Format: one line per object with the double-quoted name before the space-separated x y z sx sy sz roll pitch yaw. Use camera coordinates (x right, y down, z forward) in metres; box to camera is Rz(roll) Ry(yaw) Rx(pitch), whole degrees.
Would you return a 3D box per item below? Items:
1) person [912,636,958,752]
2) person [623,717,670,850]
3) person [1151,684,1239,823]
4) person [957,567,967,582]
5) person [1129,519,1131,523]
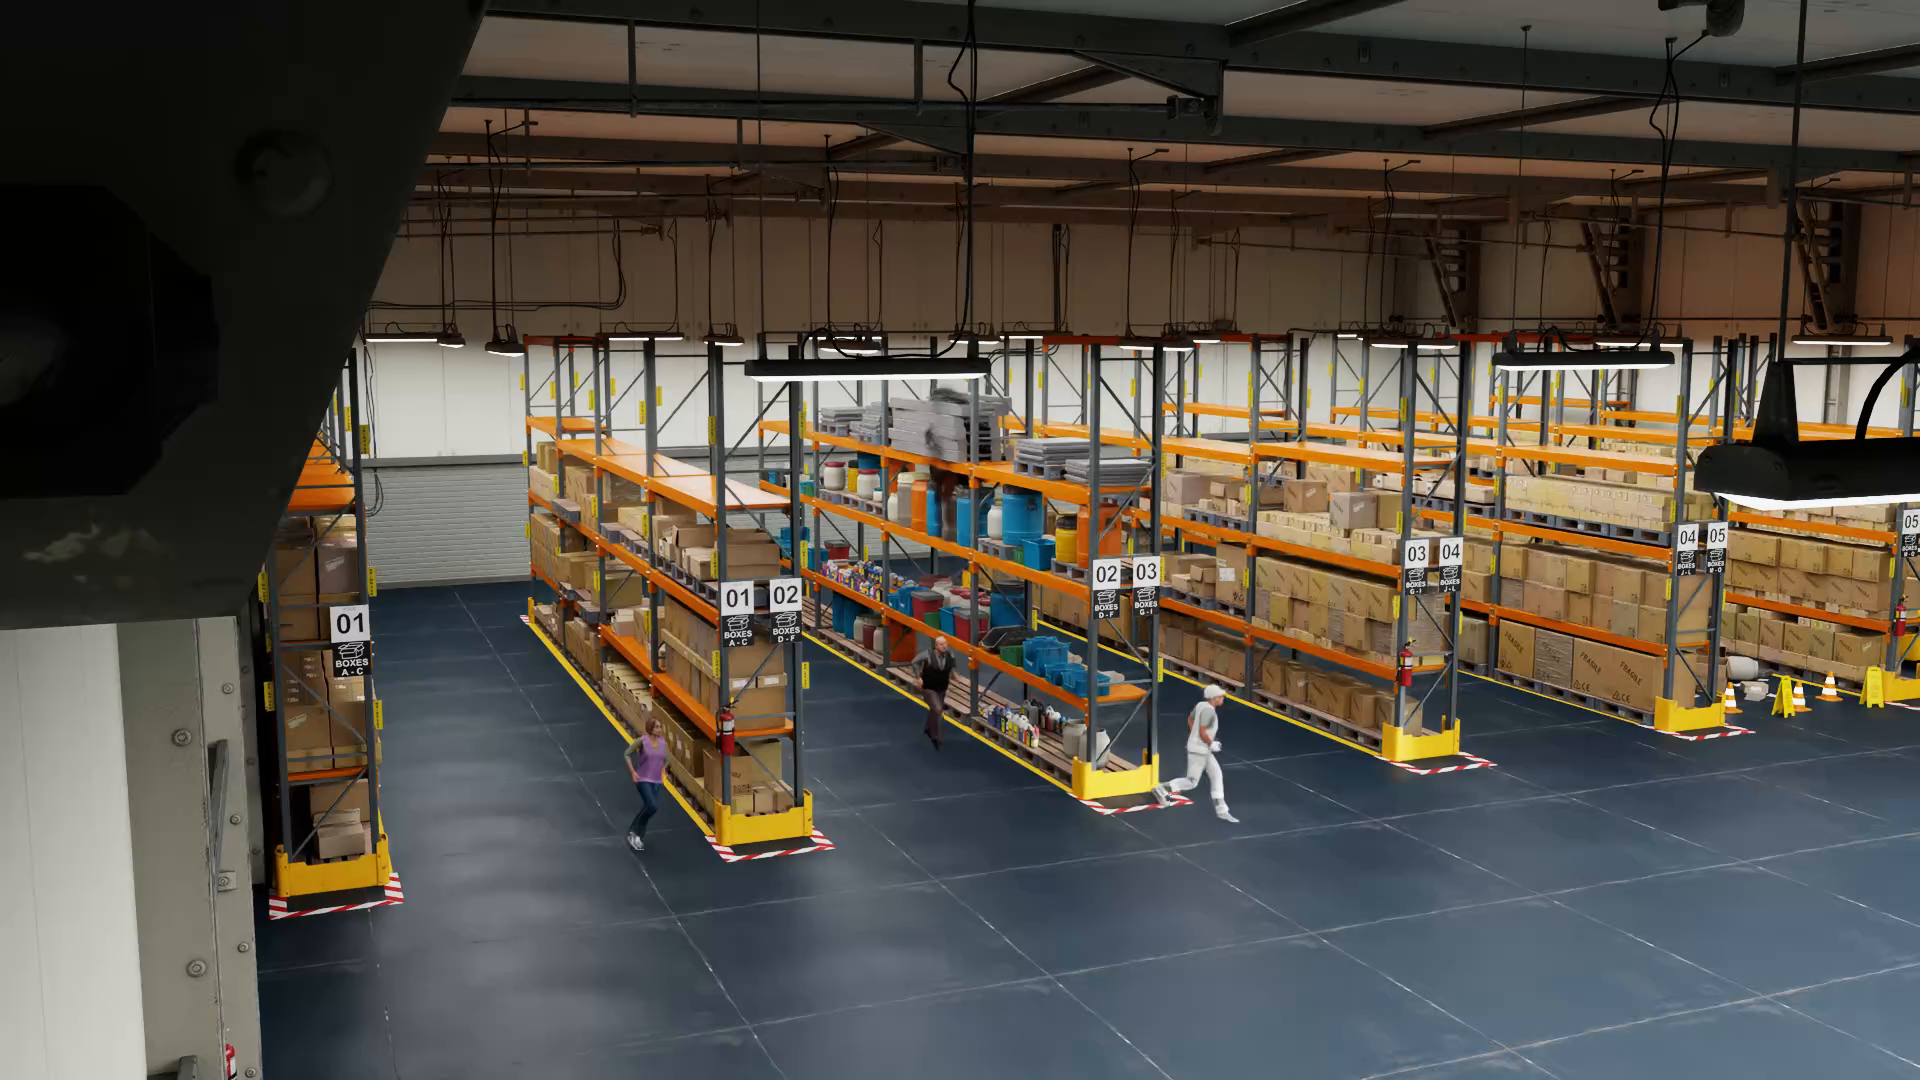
"person" -0.377 2.241 24.690 0.677 1.719 0.912 -4 8 -27
"person" -3.725 2.911 19.976 0.588 1.561 0.531 7 11 44
"person" 2.975 2.690 20.966 1.107 1.771 0.659 1 8 9
"person" 0.312 0.272 39.777 0.793 1.633 0.680 -4 8 -25
"person" 4.033 0.312 39.093 0.554 1.761 0.740 -2 8 -15
